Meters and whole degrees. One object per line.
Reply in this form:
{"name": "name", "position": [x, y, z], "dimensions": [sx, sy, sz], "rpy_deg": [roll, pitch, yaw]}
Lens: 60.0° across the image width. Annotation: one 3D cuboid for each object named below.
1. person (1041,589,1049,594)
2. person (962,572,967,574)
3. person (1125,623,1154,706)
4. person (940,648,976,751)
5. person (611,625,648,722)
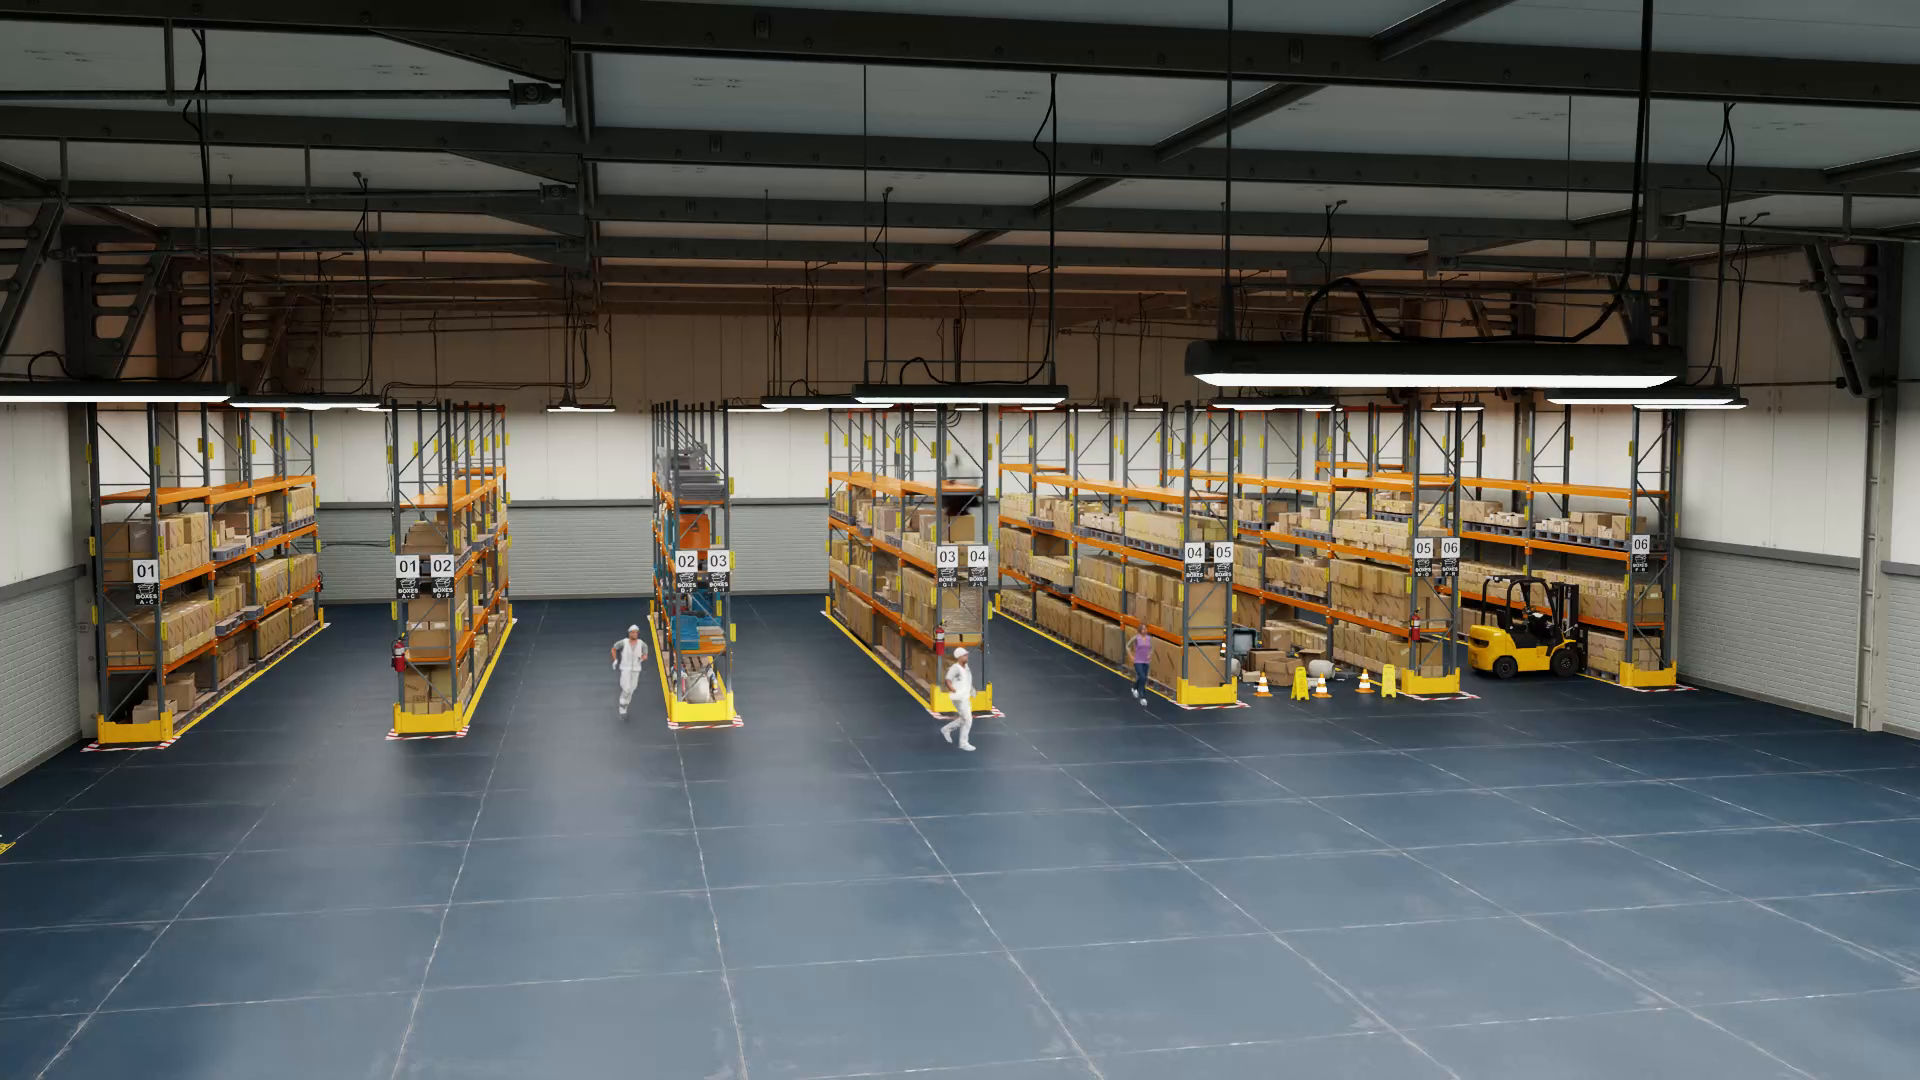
{"name": "person", "position": [2.658, 1.179, 49.441], "dimensions": [0.674, 1.665, 0.622], "rpy_deg": [-4, 6, -43]}
{"name": "person", "position": [-0.021, 1.225, 49.154], "dimensions": [0.769, 1.573, 0.813], "rpy_deg": [4, 6, 40]}
{"name": "person", "position": [3.584, 2.441, 33.015], "dimensions": [0.558, 1.601, 0.779], "rpy_deg": [-2, 5, -23]}
{"name": "person", "position": [-0.050, 2.711, 28.444], "dimensions": [0.681, 1.755, 0.695], "rpy_deg": [1, 5, 19]}
{"name": "person", "position": [-6.203, 2.500, 31.313], "dimensions": [0.665, 1.822, 0.765], "rpy_deg": [-2, 5, -26]}
